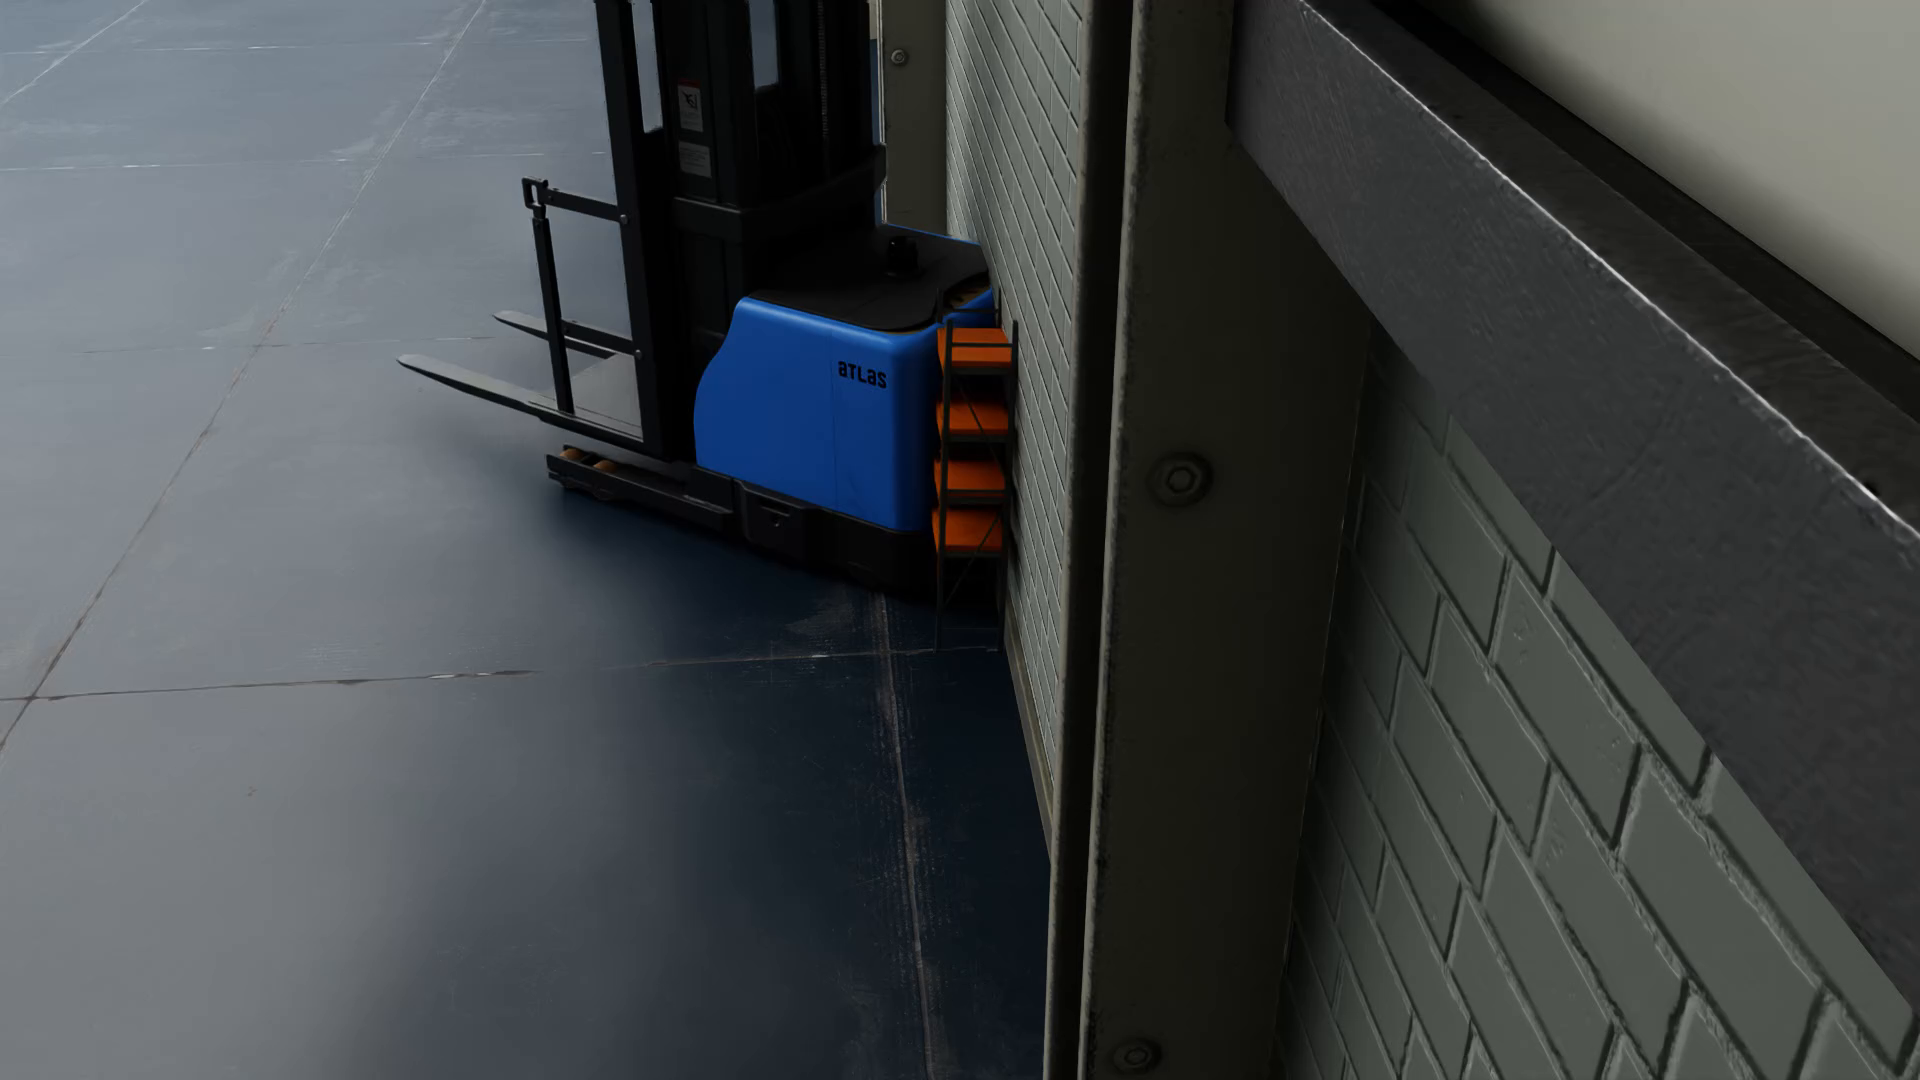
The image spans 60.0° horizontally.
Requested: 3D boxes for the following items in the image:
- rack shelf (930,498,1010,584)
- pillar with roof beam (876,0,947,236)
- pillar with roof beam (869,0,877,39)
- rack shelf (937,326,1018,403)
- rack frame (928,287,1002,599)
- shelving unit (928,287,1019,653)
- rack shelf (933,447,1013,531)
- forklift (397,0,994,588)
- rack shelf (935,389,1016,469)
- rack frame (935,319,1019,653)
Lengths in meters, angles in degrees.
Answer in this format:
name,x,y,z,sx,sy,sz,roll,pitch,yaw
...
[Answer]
name,x,y,z,sx,sy,sz,roll,pitch,yaw
rack shelf,0.027,-0.003,6.009,0.258,0.148,0.480,0,21,-5
pillar with roof beam,-4.515,-4.794,6.001,9.100,9.000,0.400,-3,31,-5
pillar with roof beam,-5.076,-7.858,11.130,9.100,9.000,0.400,-3,31,-5
rack shelf,0.051,-0.618,5.772,0.258,0.148,0.480,0,21,-5
rack frame,0.019,-0.339,6.140,0.240,1.200,0.015,0,21,-5
shelving unit,0.037,-0.251,5.913,0.258,1.200,0.503,0,21,-5
rack shelf,0.034,-0.189,5.937,0.258,0.148,0.480,0,21,-5
forklift,-1.160,-1.635,6.629,3.031,2.935,1.130,18,35,27
rack shelf,0.042,-0.397,5.857,0.258,0.148,0.480,0,21,-5
rack frame,0.054,-0.163,5.686,0.240,1.200,0.015,0,21,-5
